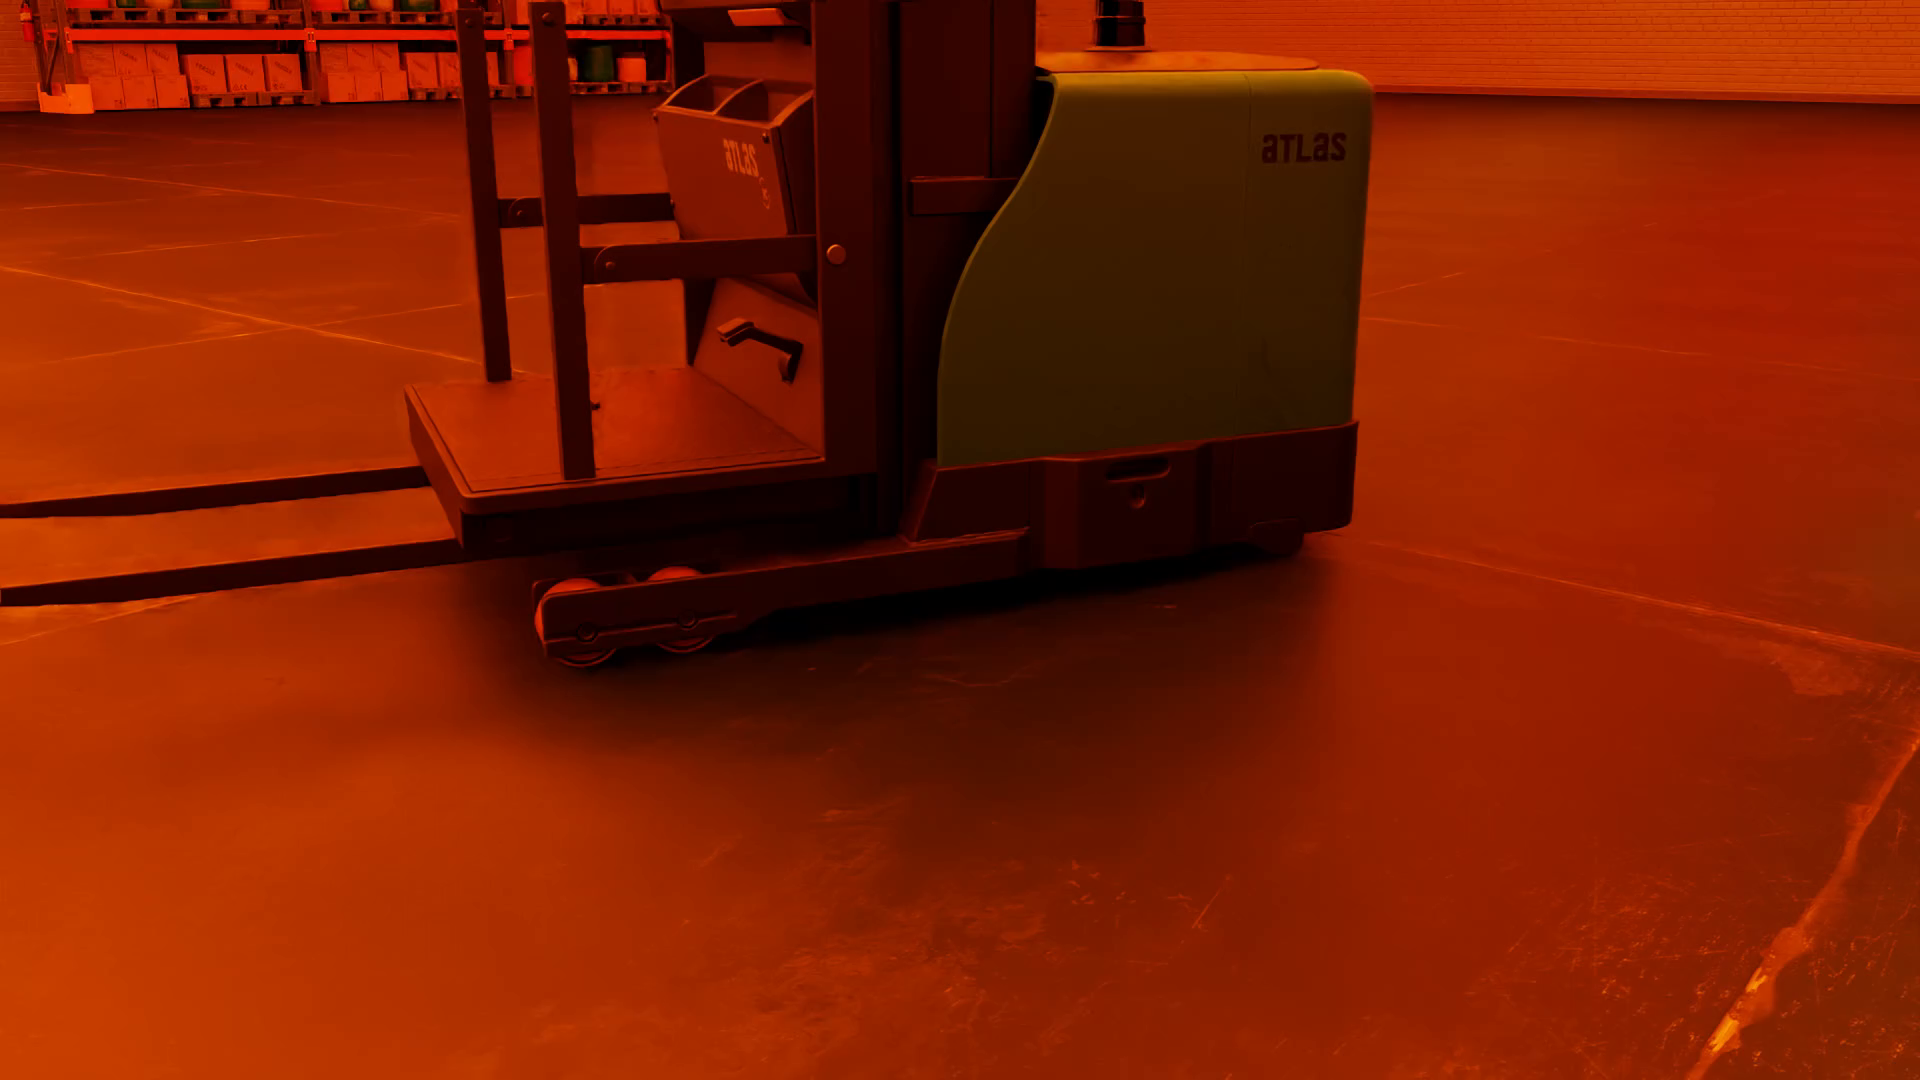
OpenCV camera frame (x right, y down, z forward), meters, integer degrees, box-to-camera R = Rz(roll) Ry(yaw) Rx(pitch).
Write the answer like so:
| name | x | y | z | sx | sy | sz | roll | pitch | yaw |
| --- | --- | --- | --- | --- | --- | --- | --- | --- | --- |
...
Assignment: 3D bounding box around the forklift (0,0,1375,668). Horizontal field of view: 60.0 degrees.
| name | x | y | z | sx | sy | sz | roll | pitch | yaw |
| --- | --- | --- | --- | --- | --- | --- | --- | --- | --- |
| forklift | -0.658 | -1.335 | 3.294 | 3.031 | 2.935 | 1.130 | -7 | 18 | -22 |
